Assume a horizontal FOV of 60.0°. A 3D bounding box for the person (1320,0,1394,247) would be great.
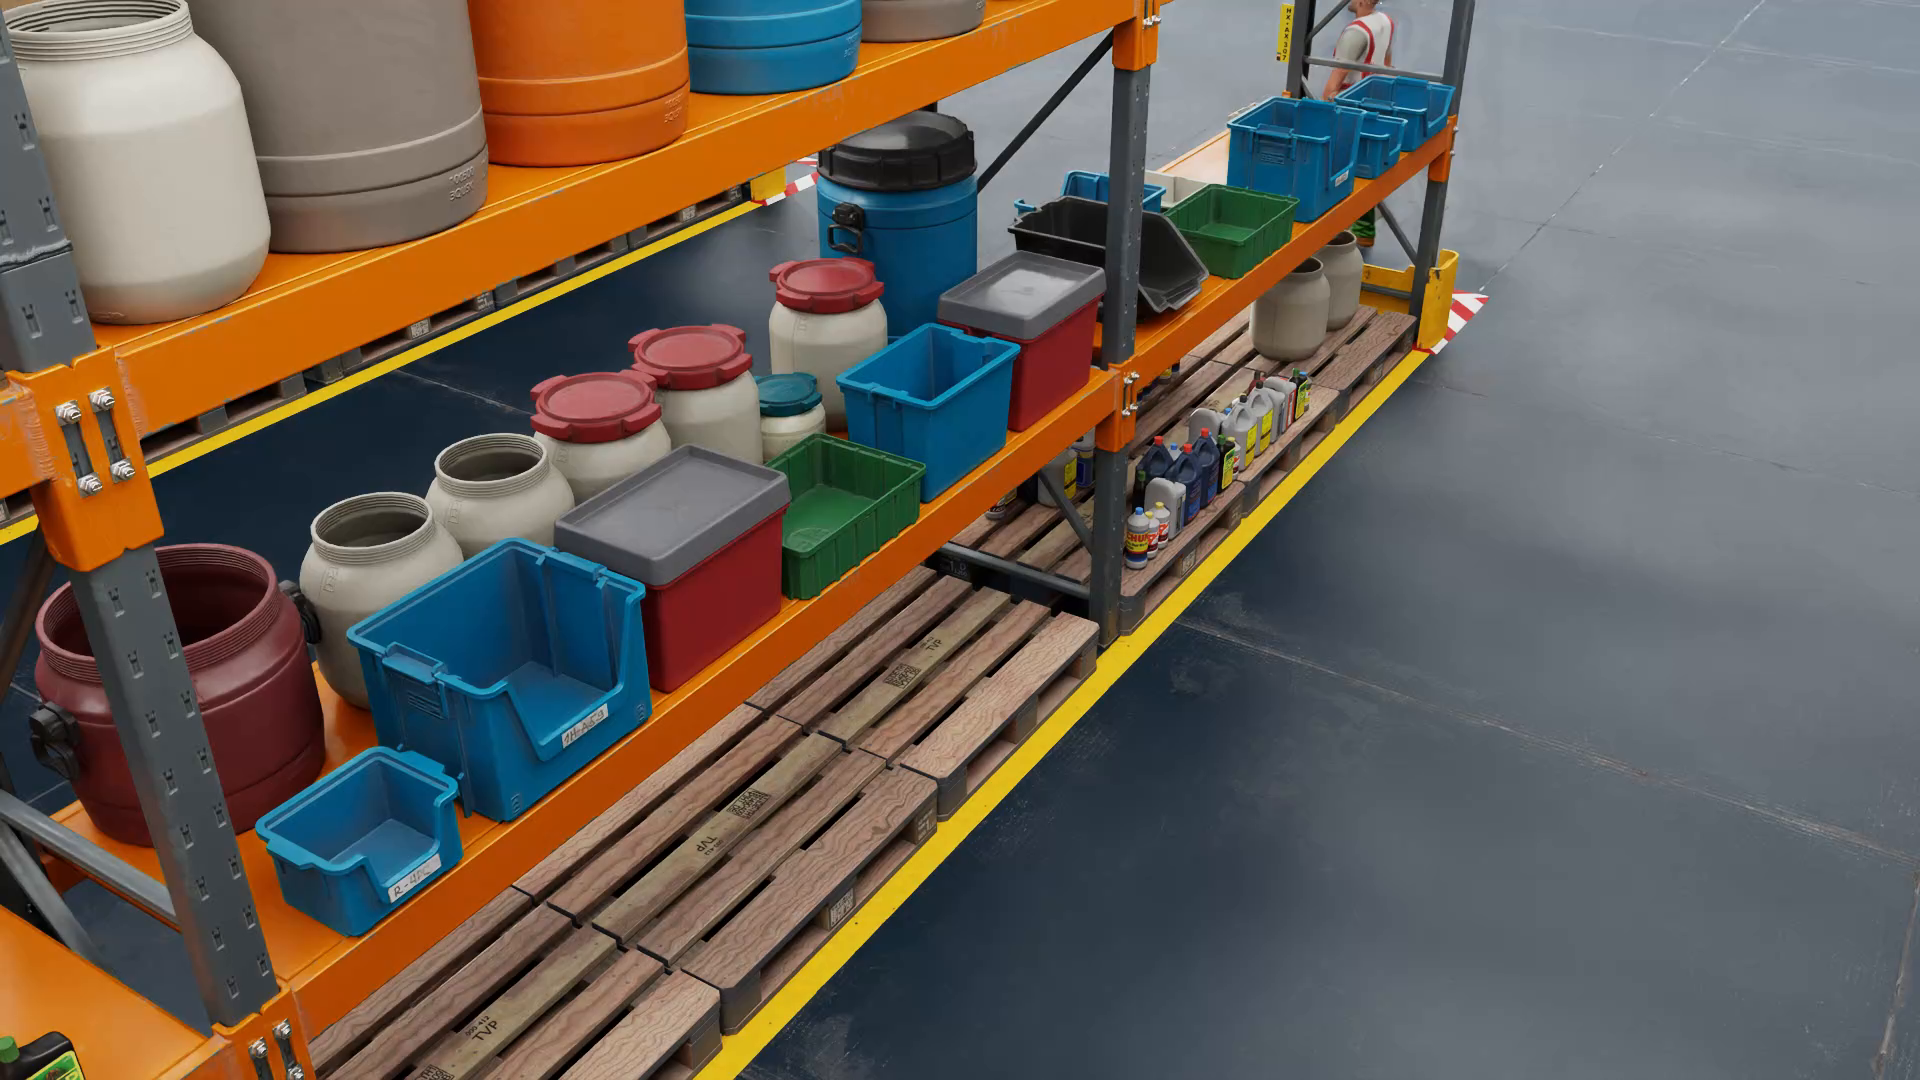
[{"bbox_3d":[2.575,-2.785,10.903,0.517,1.843,0.617,18,35,29],"label":"person"}]
